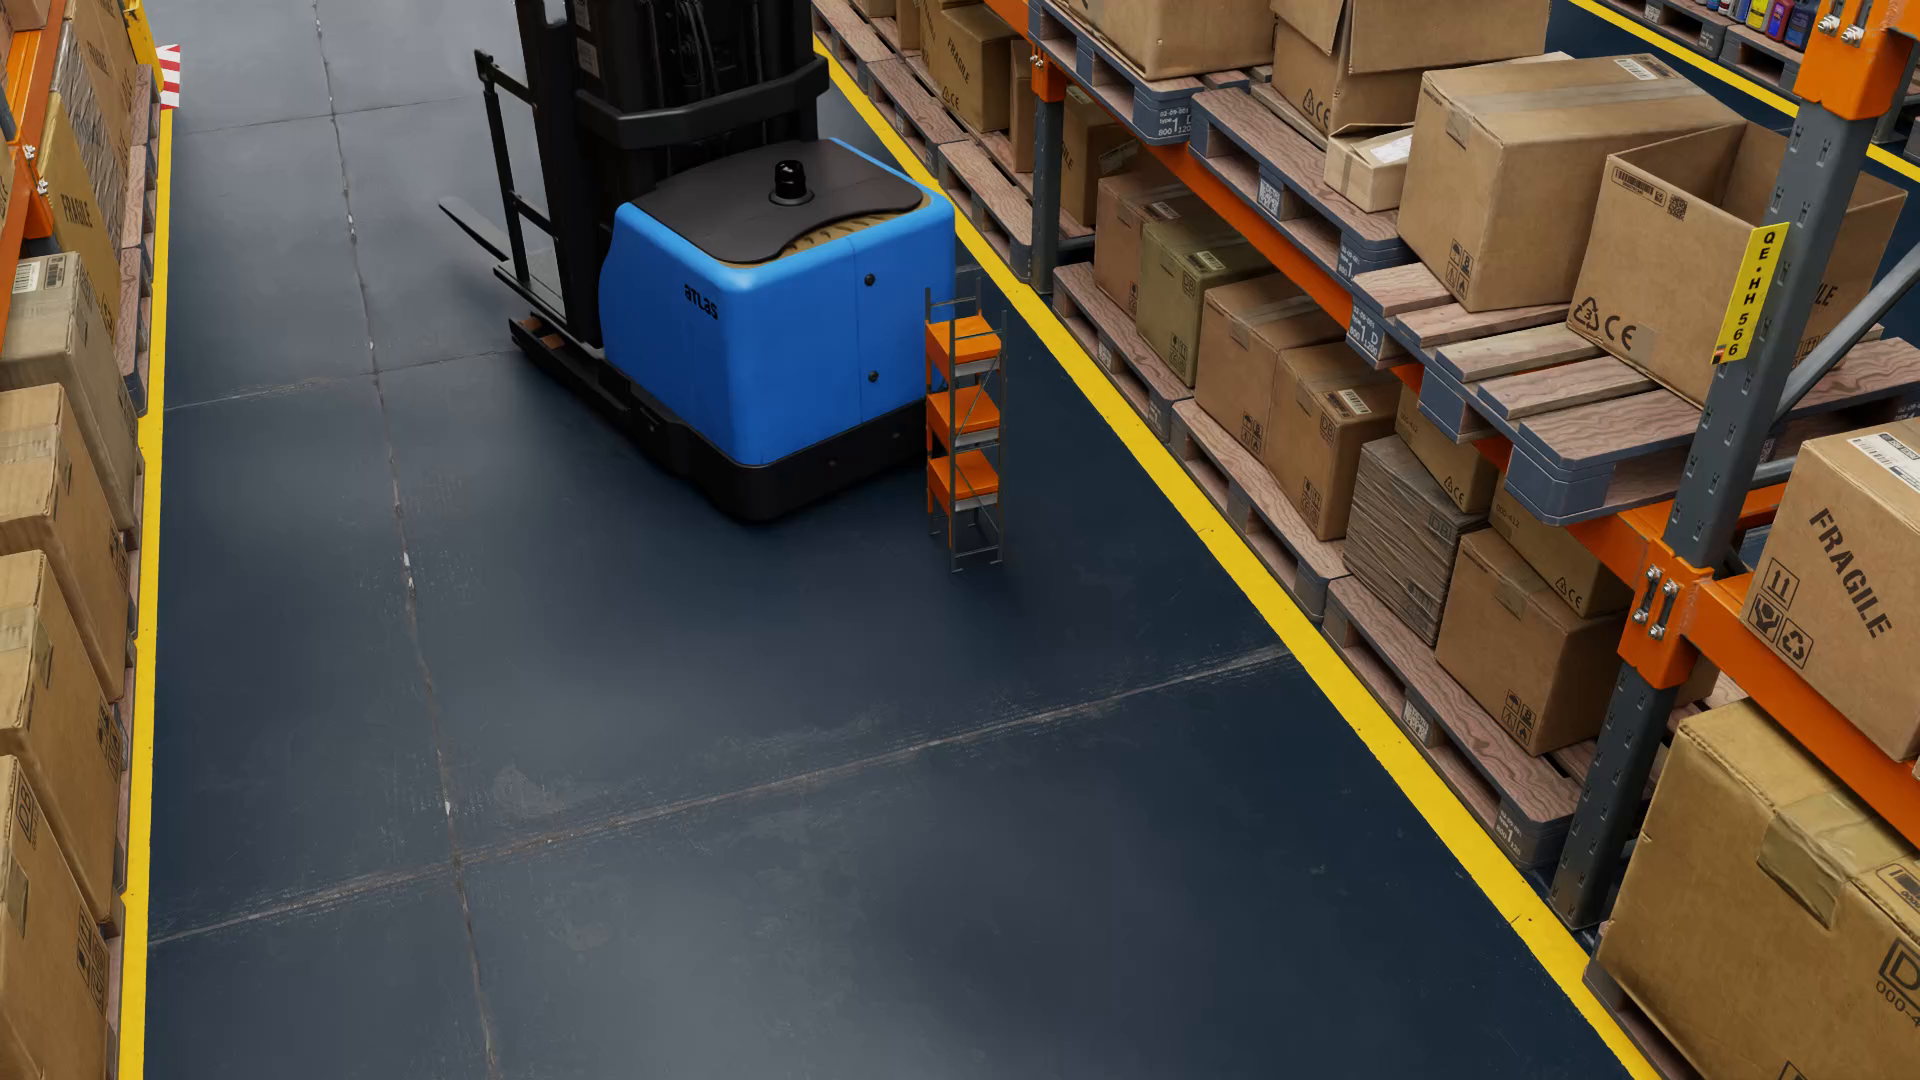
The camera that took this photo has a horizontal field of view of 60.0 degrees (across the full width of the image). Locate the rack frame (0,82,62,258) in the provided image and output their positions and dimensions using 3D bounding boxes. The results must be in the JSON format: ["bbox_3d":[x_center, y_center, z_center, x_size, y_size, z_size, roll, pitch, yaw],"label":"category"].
[{"bbox_3d":[-3.872,-1.500,5.749,1.000,3.000,0.127,-12,39,-16],"label":"rack frame"}]

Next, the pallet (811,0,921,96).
[{"bbox_3d":[-0.284,-3.107,10.199,1.003,0.211,1.213,-12,39,-16],"label":"pallet"}]

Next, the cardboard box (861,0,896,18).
[{"bbox_3d":[-0.358,-3.543,10.189,0.500,0.500,0.500,-6,37,-7],"label":"cardboard box"}]

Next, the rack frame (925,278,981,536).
[{"bbox_3d":[-0.024,-0.458,5.985,0.200,1.050,0.008,-12,39,-16],"label":"rack frame"}]

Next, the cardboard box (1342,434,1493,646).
[{"bbox_3d":[1.744,-0.073,5.565,0.700,0.500,0.500,-16,40,-20],"label":"cardboard box"}]

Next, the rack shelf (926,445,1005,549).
[{"bbox_3d":[0.018,-0.159,6.068,0.215,0.259,0.240,-12,39,-16],"label":"rack shelf"}]

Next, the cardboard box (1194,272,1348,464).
[{"bbox_3d":[1.350,-0.707,6.407,0.700,0.500,0.500,-16,40,-20],"label":"cardboard box"}]

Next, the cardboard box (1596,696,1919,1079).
[{"bbox_3d":[2.414,0.865,4.026,1.225,0.875,0.875,-14,39,-18],"label":"cardboard box"}]

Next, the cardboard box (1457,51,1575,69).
[{"bbox_3d":[1.835,-1.313,5.275,0.500,0.250,0.500,-14,39,-17],"label":"cardboard box"}]

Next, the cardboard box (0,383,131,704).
[{"bbox_3d":[-3.246,0.108,5.134,1.050,0.750,0.750,-12,39,-16],"label":"cardboard box"}]

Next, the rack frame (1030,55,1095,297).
[{"bbox_3d":[0.820,-2.470,7.036,1.000,3.000,0.127,-12,39,-16],"label":"rack frame"}]

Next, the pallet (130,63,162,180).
[{"bbox_3d":[-4.900,-2.211,9.009,1.003,0.211,1.213,-12,39,-16],"label":"pallet"}]

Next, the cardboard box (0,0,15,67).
[{"bbox_3d":[-4.221,-2.072,6.383,0.875,0.550,0.550,-12,39,-16],"label":"cardboard box"}]

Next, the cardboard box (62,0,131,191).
[{"bbox_3d":[-4.649,-2.213,8.112,0.875,0.875,0.875,-13,39,-17],"label":"cardboard box"}]

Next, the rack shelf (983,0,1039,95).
[{"bbox_3d":[0.131,-3.313,8.753,1.077,0.370,4.000,-12,39,-16],"label":"rack shelf"}]

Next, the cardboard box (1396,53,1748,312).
[{"bbox_3d":[1.687,-1.010,4.665,0.700,0.500,0.500,-7,38,-9],"label":"cardboard box"}]

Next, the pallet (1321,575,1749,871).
[{"bbox_3d":[1.929,0.462,5.462,1.003,0.211,1.213,-12,39,-16],"label":"pallet"}]

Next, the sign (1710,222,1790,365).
[{"bbox_3d":[1.690,-0.524,3.556,0.100,0.325,0.005,-12,39,-16],"label":"sign"}]

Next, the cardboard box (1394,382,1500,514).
[{"bbox_3d":[1.745,-0.357,5.320,0.500,0.250,0.500,-8,38,-11],"label":"cardboard box"}]

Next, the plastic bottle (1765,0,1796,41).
[{"bbox_3d":[4.817,-3.082,9.741,0.061,0.283,0.133,-10,38,-13],"label":"plastic bottle"}]

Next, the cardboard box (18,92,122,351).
[{"bbox_3d":[-4.023,-1.189,6.752,0.875,0.875,0.875,-12,39,-15],"label":"cardboard box"}]

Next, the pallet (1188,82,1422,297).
[{"bbox_3d":[1.476,-1.244,5.567,1.003,0.211,1.213,-12,39,-16],"label":"pallet"}]

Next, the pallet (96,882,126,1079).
[{"bbox_3d":[-2.696,1.412,4.200,1.003,0.211,1.213,-12,39,-16],"label":"pallet"}]

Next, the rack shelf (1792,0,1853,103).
[{"bbox_3d":[1.508,-2.251,4.850,1.077,0.370,4.000,-12,39,-16],"label":"rack shelf"}]

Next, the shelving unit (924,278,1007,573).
[{"bbox_3d":[0.018,-0.389,5.894,0.215,1.050,0.252,-12,39,-16],"label":"shelving unit"}]

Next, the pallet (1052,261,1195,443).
[{"bbox_3d":[1.089,-0.917,7.292,1.003,0.211,1.213,-12,39,-16],"label":"pallet"}]

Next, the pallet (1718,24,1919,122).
[{"bbox_3d":[5.278,-2.770,9.752,1.003,0.211,1.213,-12,39,-16],"label":"pallet"}]

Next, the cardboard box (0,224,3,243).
[{"bbox_3d":[-3.268,-1.015,5.022,0.500,0.500,0.500,-13,39,-16],"label":"cardboard box"}]

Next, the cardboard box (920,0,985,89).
[{"bbox_3d":[0.078,-2.855,9.275,0.500,0.500,0.500,-9,38,-12],"label":"cardboard box"}]

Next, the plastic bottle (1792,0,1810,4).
[{"bbox_3d":[5.240,-3.427,10.205,0.152,0.276,0.135,-12,39,-16],"label":"plastic bottle"}]

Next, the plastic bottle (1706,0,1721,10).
[{"bbox_3d":[4.647,-3.388,10.157,0.097,0.271,0.097,0,37,0],"label":"plastic bottle"}]

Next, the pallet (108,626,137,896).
[{"bbox_3d":[-3.112,0.724,5.113,1.003,0.211,1.213,-12,39,-16],"label":"pallet"}]

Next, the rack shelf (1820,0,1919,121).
[{"bbox_3d":[2.884,0.009,1.850,1.077,0.370,4.000,-12,39,-16],"label":"rack shelf"}]

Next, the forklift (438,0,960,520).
[{"bbox_3d":[-1.322,-2.065,6.556,1.130,2.935,3.031,-26,44,-30],"label":"forklift"}]

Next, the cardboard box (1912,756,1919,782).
[{"bbox_3d":[2.288,0.371,3.181,0.500,0.500,0.500,-13,39,-17],"label":"cardboard box"}]

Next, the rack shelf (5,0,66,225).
[{"bbox_3d":[-4.560,-2.343,7.465,1.077,0.370,4.000,-12,39,-16],"label":"rack shelf"}]

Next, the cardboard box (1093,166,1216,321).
[{"bbox_3d":[1.011,-1.296,7.189,0.700,0.500,0.500,-15,40,-19],"label":"cardboard box"}]

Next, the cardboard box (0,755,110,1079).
[{"bbox_3d":[-2.621,1.128,3.781,1.050,0.750,0.750,-13,39,-17],"label":"cardboard box"}]

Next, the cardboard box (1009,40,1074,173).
[{"bbox_3d":[0.515,-2.196,8.400,0.500,0.500,0.500,-1,37,-1],"label":"cardboard box"}]

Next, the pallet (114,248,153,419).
[{"bbox_3d":[-4.060,-0.832,7.179,1.003,0.211,1.213,-12,39,-16],"label":"pallet"}]

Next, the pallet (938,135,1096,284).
[{"bbox_3d":[0.555,-1.728,8.369,1.003,0.211,1.213,-12,39,-16],"label":"pallet"}]

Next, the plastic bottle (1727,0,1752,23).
[{"bbox_3d":[4.748,-3.271,9.998,0.152,0.276,0.135,-12,39,-15],"label":"plastic bottle"}]

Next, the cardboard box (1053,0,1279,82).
[{"bbox_3d":[0.962,-2.400,6.095,1.000,1.000,1.000,-12,39,-16],"label":"cardboard box"}]
